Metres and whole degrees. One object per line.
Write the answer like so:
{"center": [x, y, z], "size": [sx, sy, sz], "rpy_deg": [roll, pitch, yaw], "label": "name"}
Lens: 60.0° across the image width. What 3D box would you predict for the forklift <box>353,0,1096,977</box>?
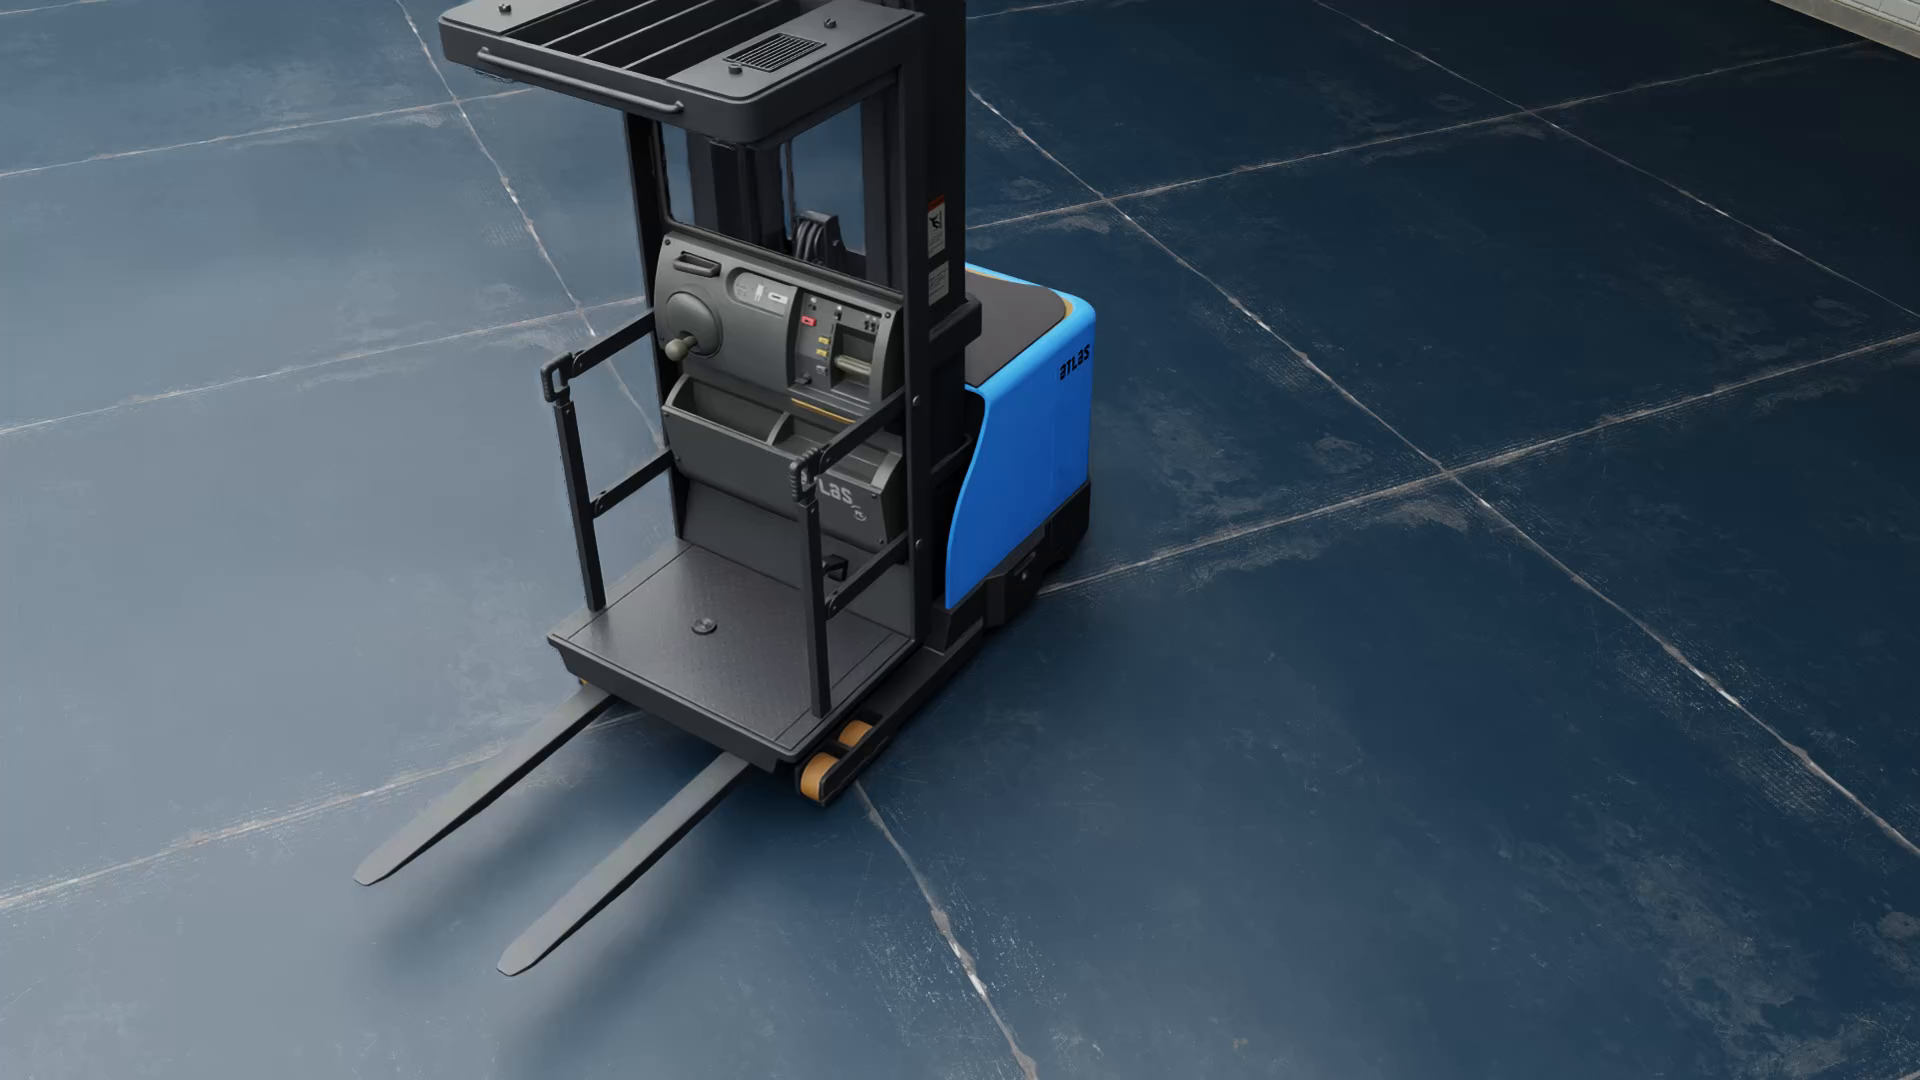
{"center": [-0.714, -0.622, 5.129], "size": [1.130, 2.935, 3.031], "rpy_deg": [22, 42, 26], "label": "forklift"}
